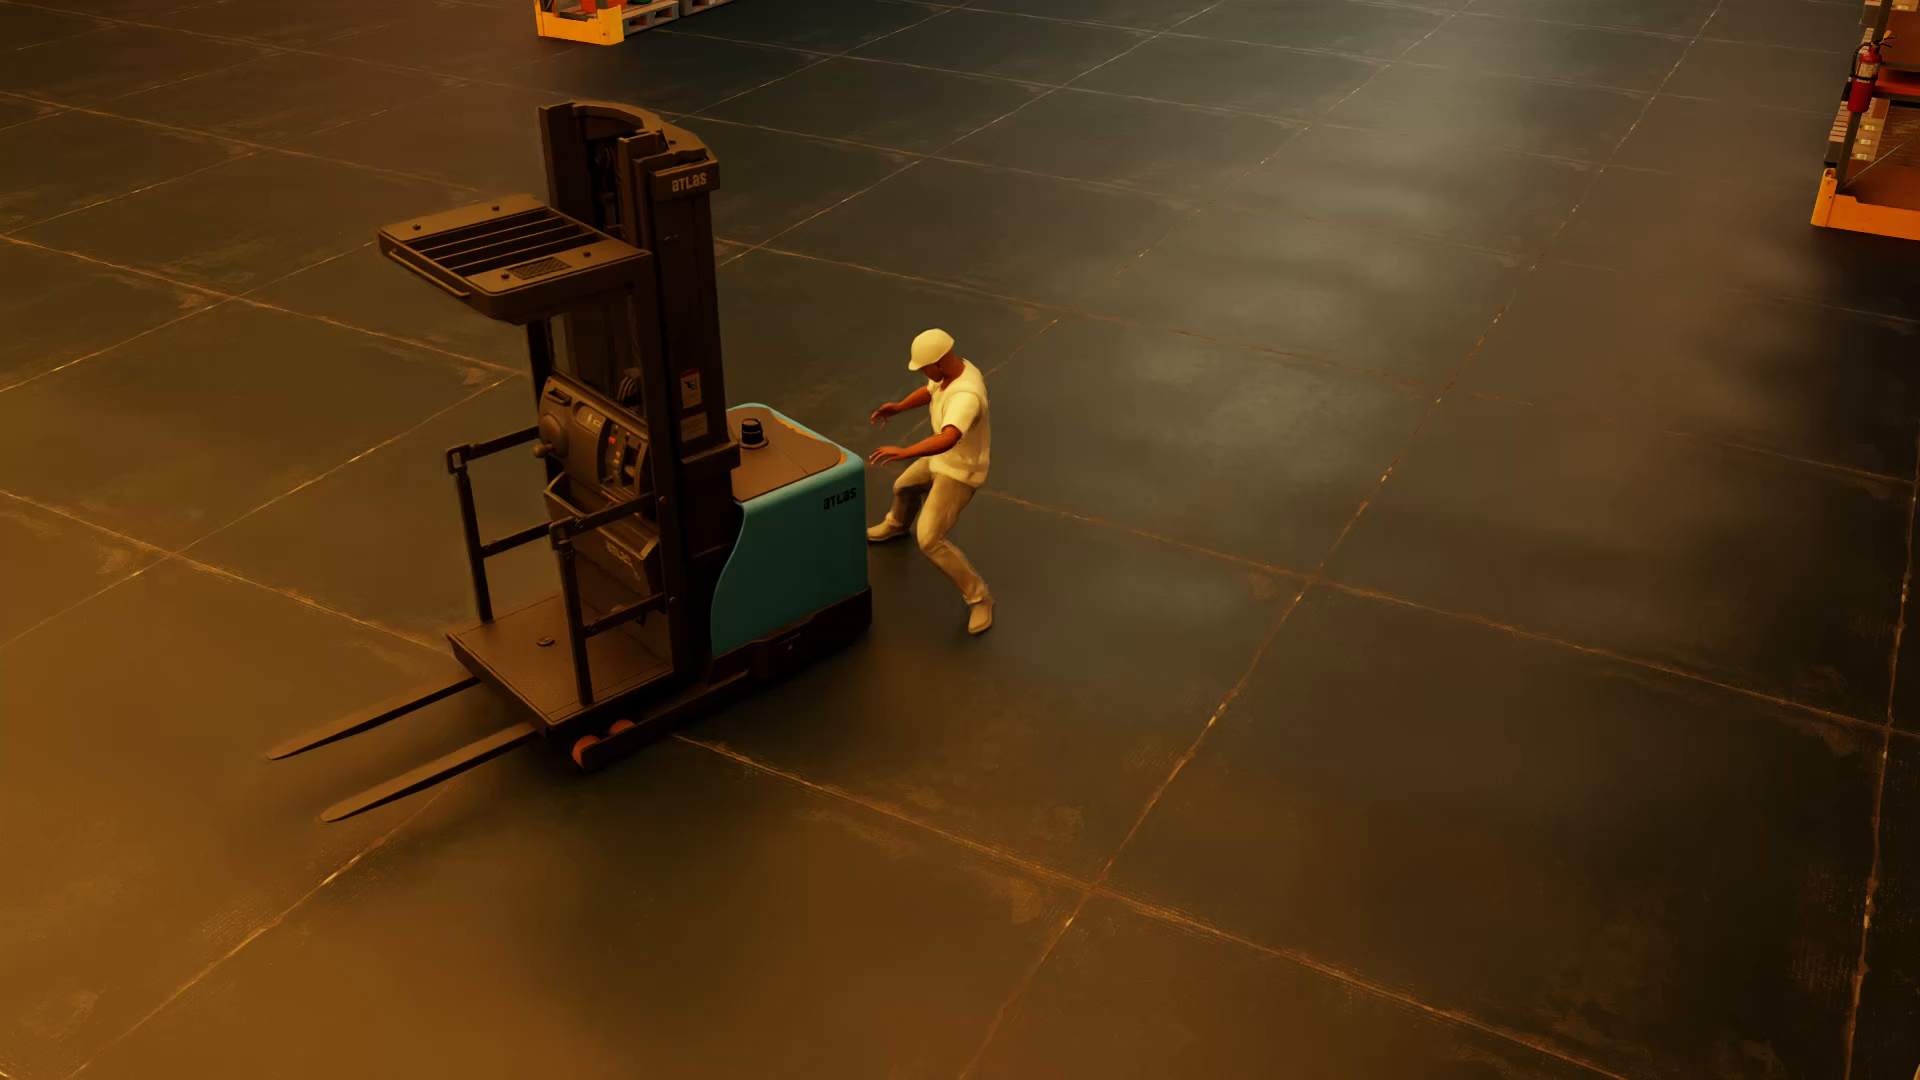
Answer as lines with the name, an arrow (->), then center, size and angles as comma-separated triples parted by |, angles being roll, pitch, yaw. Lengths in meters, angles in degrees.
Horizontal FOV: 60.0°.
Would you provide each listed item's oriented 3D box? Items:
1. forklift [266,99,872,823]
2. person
forklift -> -1.914, -0.450, 7.851 | 3.031, 2.935, 1.130 | -24, 38, -35
person -> -0.186, -0.421, 9.187 | 0.719, 1.543, 1.298 | -3, 30, -5
